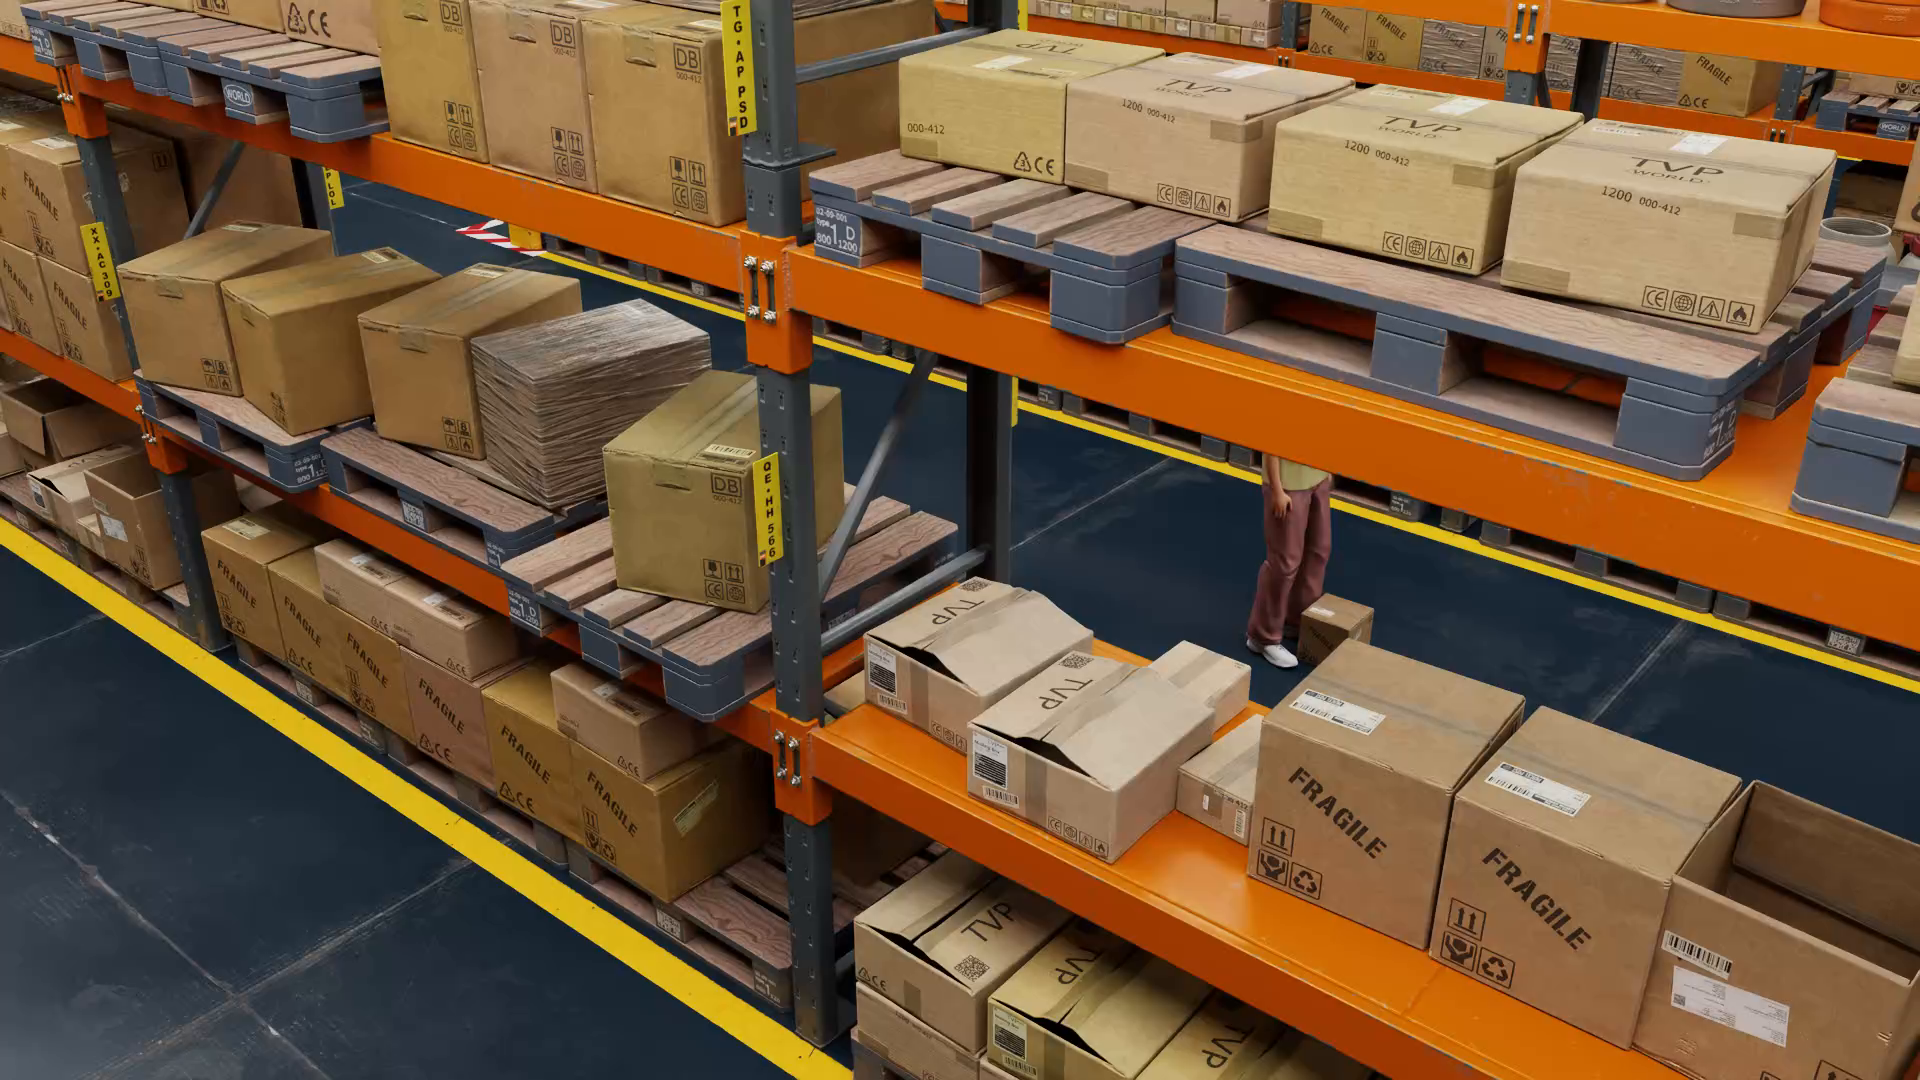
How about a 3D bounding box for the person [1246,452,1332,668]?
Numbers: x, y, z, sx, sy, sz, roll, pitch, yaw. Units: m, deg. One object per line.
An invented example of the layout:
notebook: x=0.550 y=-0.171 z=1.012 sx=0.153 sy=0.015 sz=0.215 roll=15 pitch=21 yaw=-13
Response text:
person: x=1.586 y=-0.252 z=7.605 sx=0.404 sy=1.673 sz=0.499 roll=21 pitch=34 yaw=34
